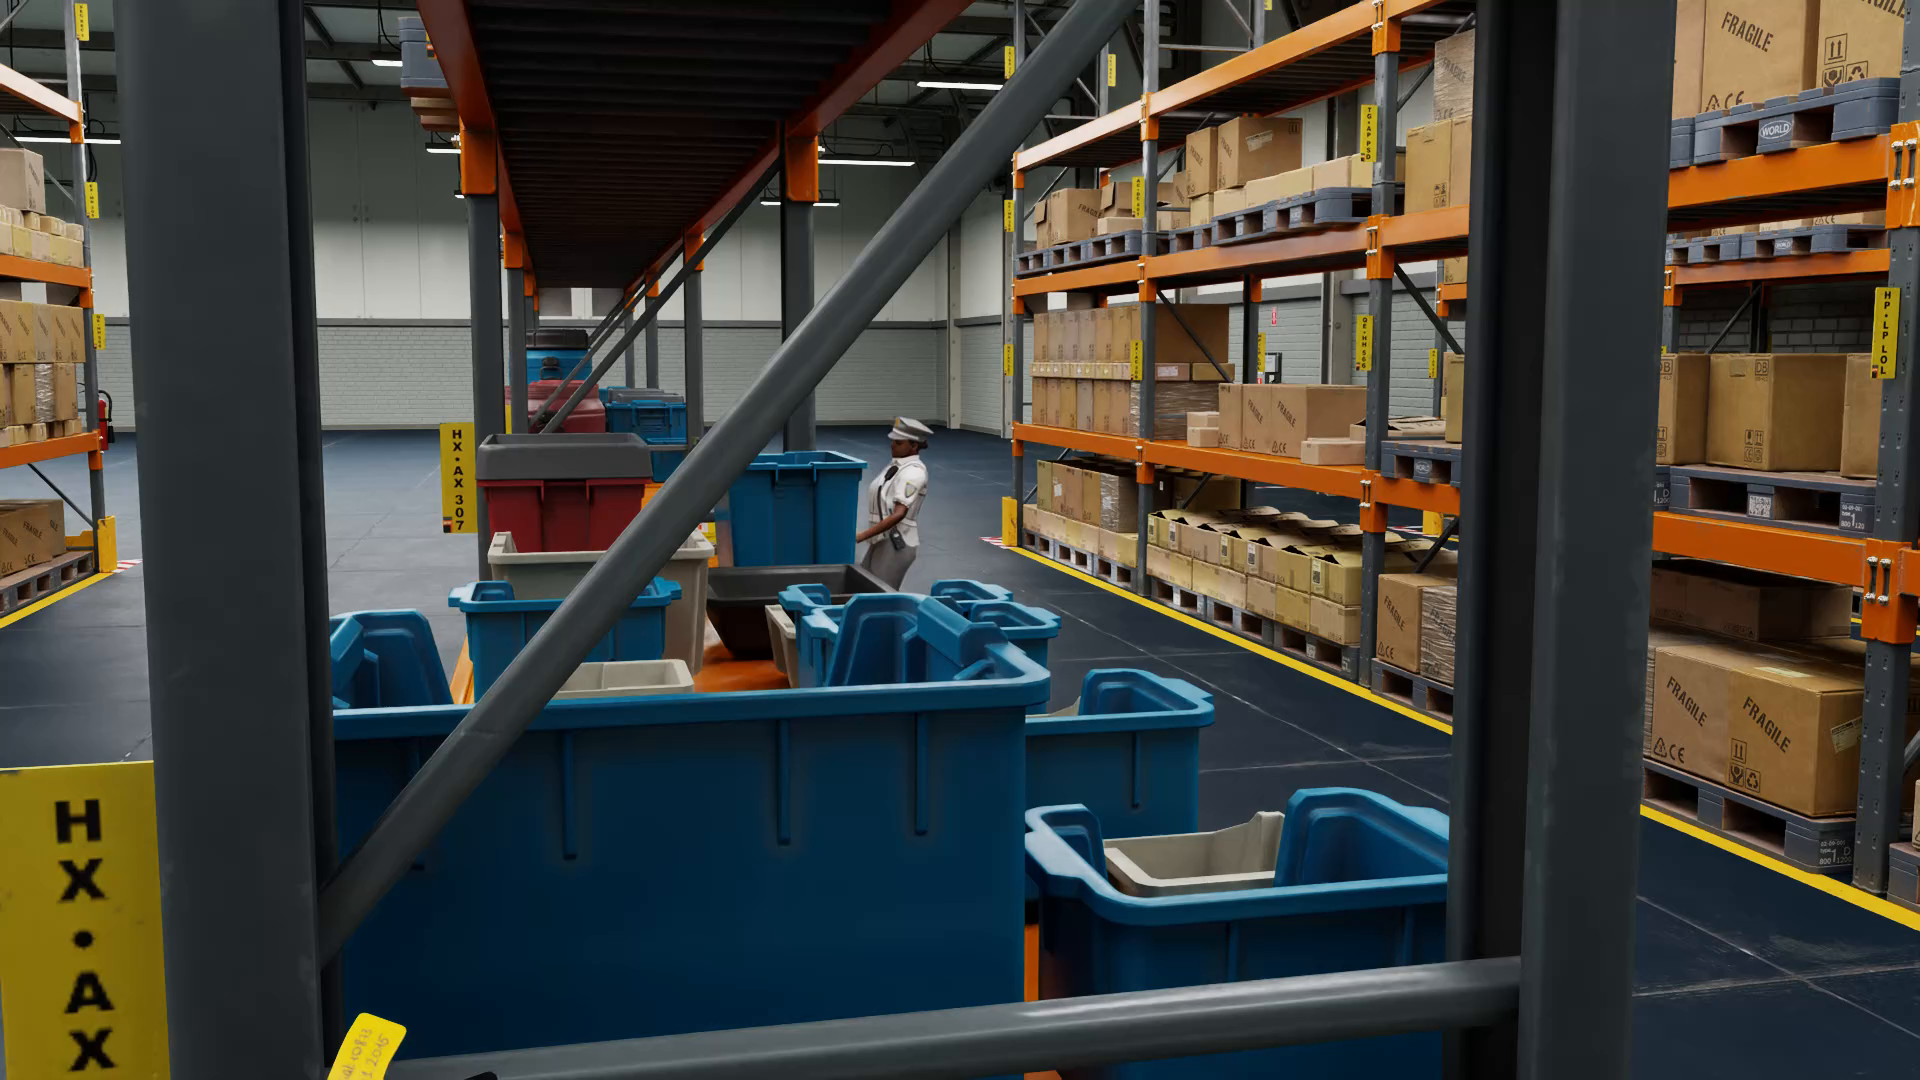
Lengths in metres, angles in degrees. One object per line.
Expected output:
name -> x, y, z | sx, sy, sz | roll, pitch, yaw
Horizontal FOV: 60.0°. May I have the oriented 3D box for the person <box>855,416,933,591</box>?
person -> -0.502, 0.061, 10.111 | 0.789, 1.624, 0.525 | -2, 7, -20
